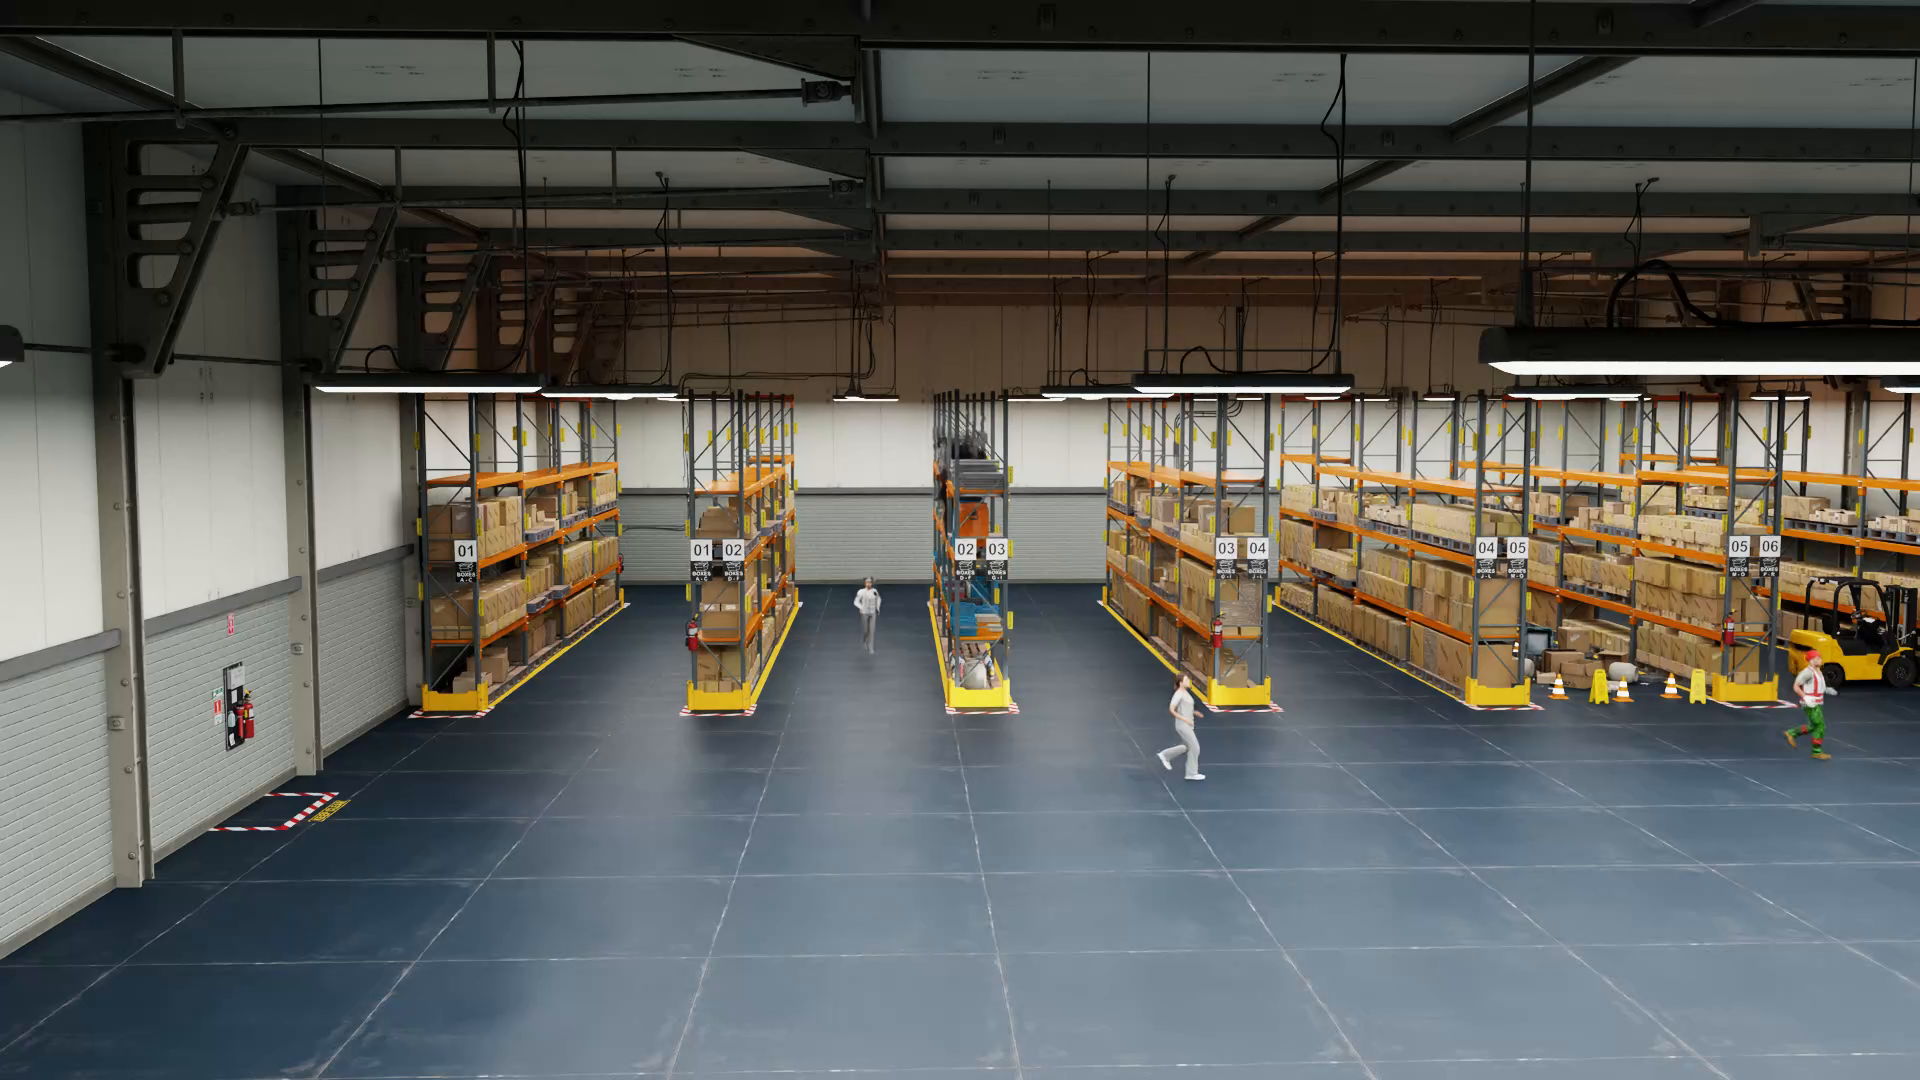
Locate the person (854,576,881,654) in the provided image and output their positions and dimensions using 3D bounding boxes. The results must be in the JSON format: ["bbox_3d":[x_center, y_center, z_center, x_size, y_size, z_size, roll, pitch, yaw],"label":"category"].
[{"bbox_3d":[-1.995,1.624,36.364,0.618,1.682,0.808,-1,5,-14],"label":"person"}]

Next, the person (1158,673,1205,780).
[{"bbox_3d":[3.381,2.841,25.403,0.752,1.617,0.571,2,5,22],"label":"person"}]

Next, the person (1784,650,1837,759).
[{"bbox_3d":[13.744,2.650,26.928,0.657,1.755,0.760,-4,6,-43],"label":"person"}]
